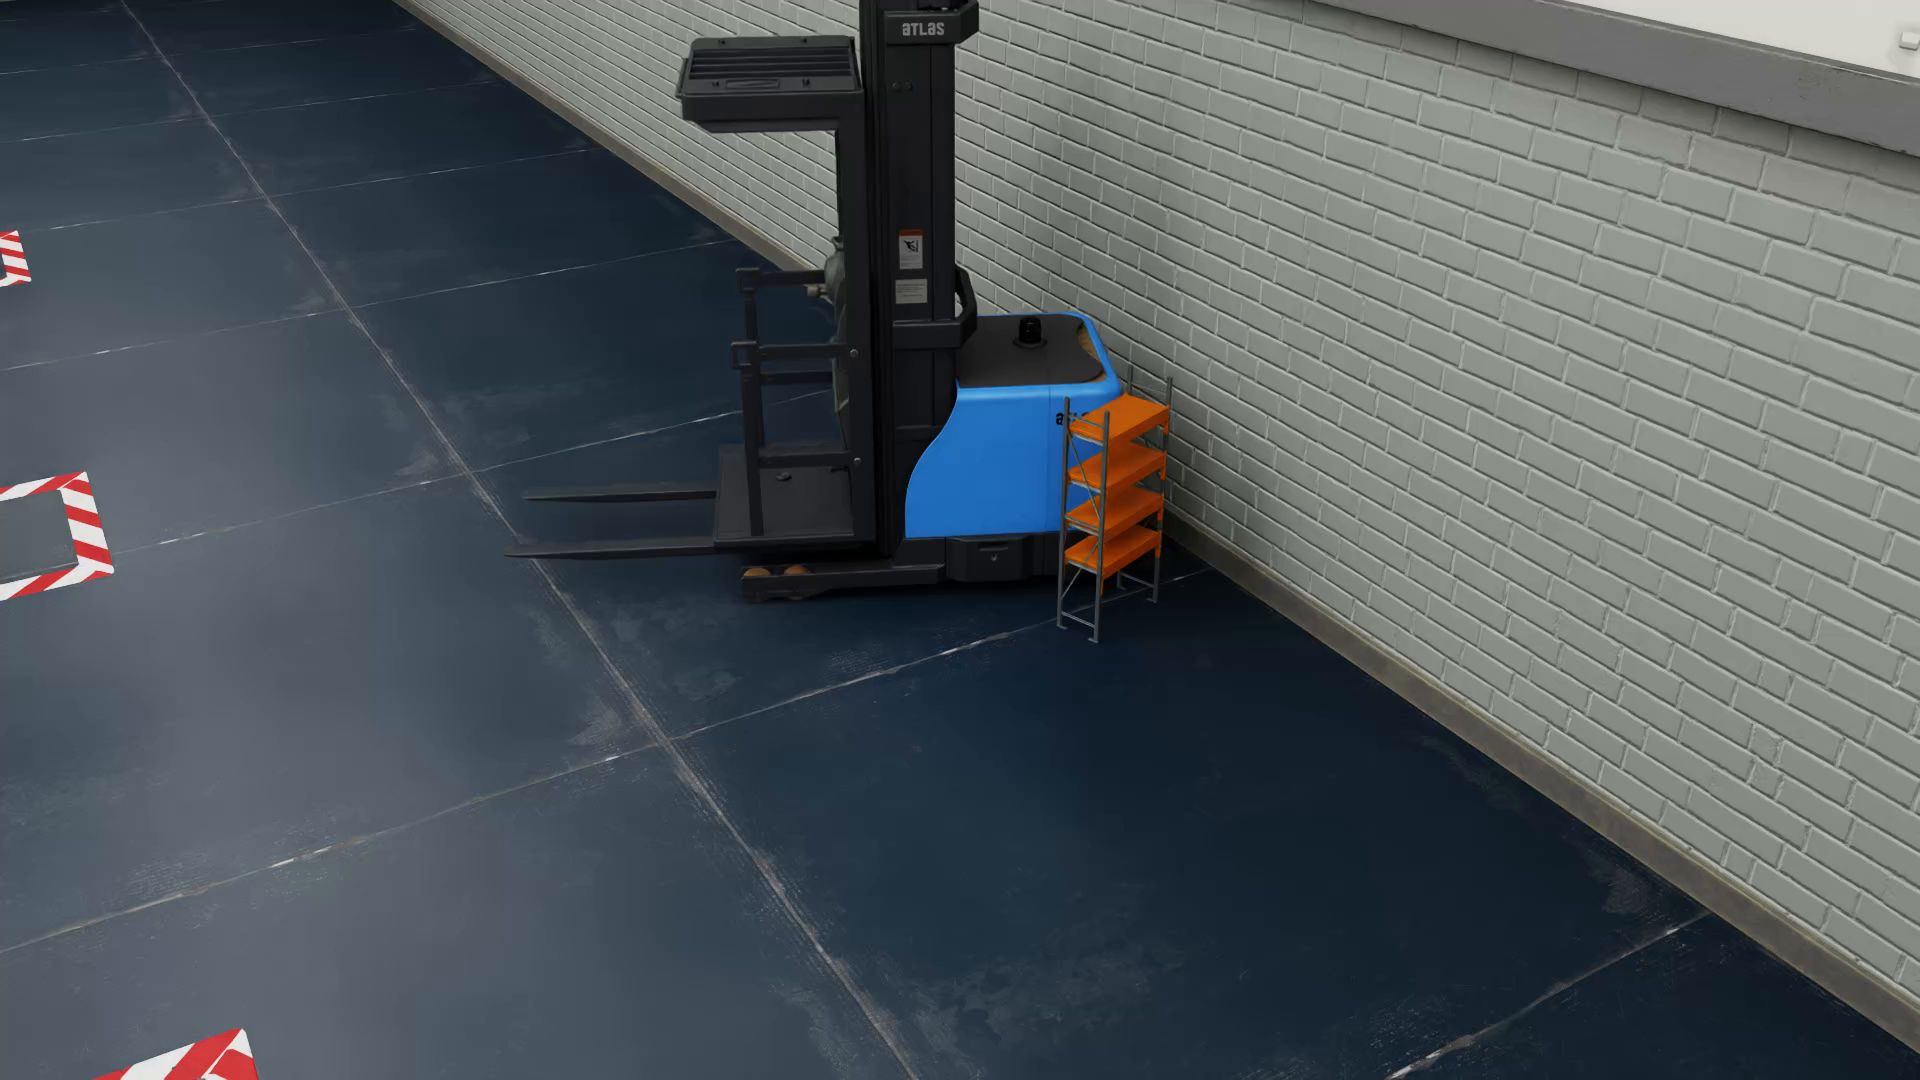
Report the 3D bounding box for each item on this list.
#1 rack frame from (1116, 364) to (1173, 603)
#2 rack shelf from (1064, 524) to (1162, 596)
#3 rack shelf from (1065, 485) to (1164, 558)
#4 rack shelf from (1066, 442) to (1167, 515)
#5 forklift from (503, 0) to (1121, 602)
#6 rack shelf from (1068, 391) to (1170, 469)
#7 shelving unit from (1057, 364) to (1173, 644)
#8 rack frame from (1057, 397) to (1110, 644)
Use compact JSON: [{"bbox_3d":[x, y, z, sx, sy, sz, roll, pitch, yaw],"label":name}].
[{"bbox_3d":[0.878,-0.255,7.969,0.240,1.200,0.015,22,36,35],"label":"rack frame"},{"bbox_3d":[0.720,0.068,7.935,0.258,0.148,0.480,22,36,35],"label":"rack shelf"},{"bbox_3d":[0.720,-0.106,7.839,0.258,0.148,0.480,22,36,35],"label":"rack shelf"},{"bbox_3d":[0.720,-0.302,7.731,0.258,0.148,0.480,22,36,35],"label":"rack shelf"},{"bbox_3d":[-0.765,-1.245,7.973,3.031,2.935,1.130,-3,29,-5],"label":"forklift"},{"bbox_3d":[0.720,-0.509,7.617,0.258,0.148,0.480,22,36,35],"label":"rack shelf"},{"bbox_3d":[0.720,-0.165,7.807,0.258,1.200,0.503,22,36,35],"label":"shelving unit"},{"bbox_3d":[0.562,-0.075,7.644,0.240,1.200,0.015,22,36,35],"label":"rack frame"}]
